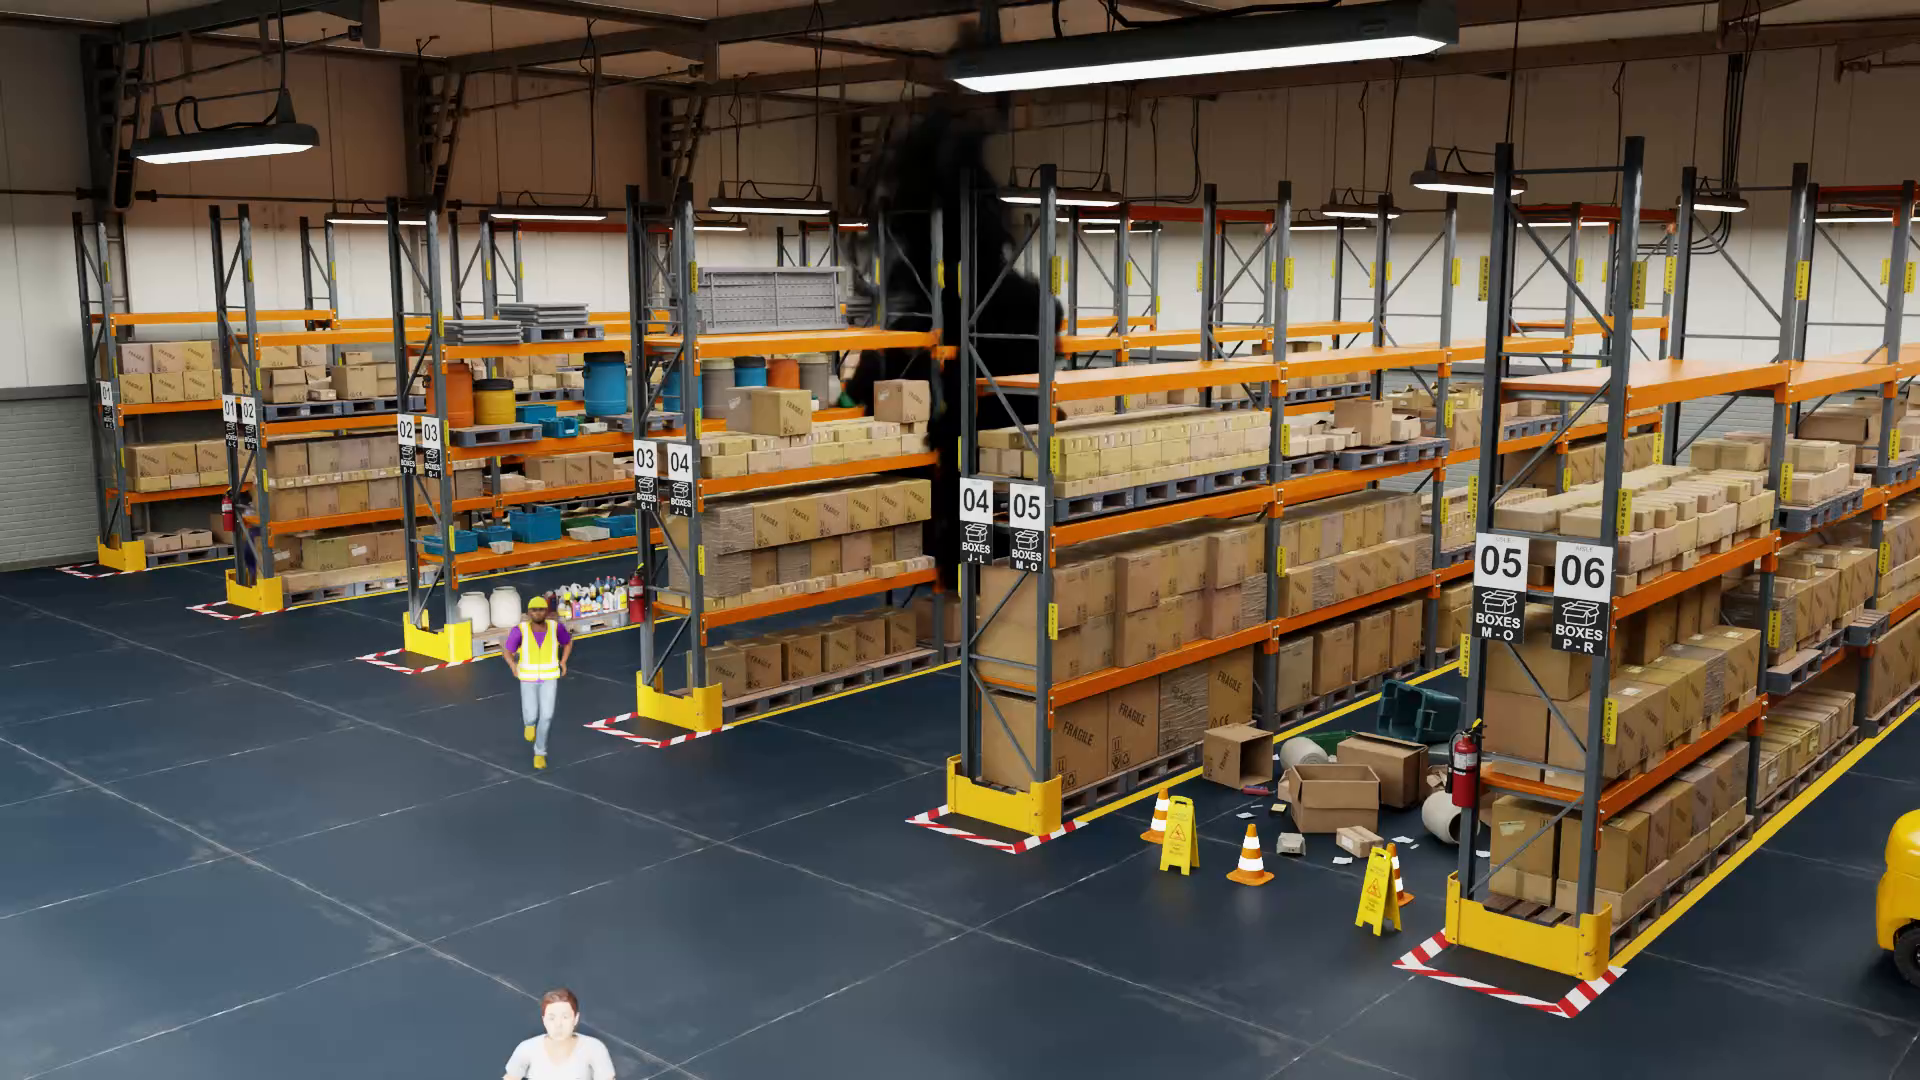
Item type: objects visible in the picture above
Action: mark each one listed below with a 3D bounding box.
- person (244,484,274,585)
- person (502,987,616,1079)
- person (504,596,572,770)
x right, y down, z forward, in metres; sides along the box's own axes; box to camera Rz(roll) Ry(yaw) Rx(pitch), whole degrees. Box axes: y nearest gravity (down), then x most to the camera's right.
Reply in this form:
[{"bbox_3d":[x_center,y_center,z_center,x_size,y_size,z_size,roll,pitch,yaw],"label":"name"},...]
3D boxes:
[{"bbox_3d":[-11.349,-0.085,26.921,0.566,1.687,0.760,6,11,31],"label":"person"},{"bbox_3d":[-1.989,3.015,8.280,0.569,1.633,0.512,-1,10,-8],"label":"person"},{"bbox_3d":[-4.397,1.450,17.405,0.701,1.763,0.850,-3,10,-17],"label":"person"}]
